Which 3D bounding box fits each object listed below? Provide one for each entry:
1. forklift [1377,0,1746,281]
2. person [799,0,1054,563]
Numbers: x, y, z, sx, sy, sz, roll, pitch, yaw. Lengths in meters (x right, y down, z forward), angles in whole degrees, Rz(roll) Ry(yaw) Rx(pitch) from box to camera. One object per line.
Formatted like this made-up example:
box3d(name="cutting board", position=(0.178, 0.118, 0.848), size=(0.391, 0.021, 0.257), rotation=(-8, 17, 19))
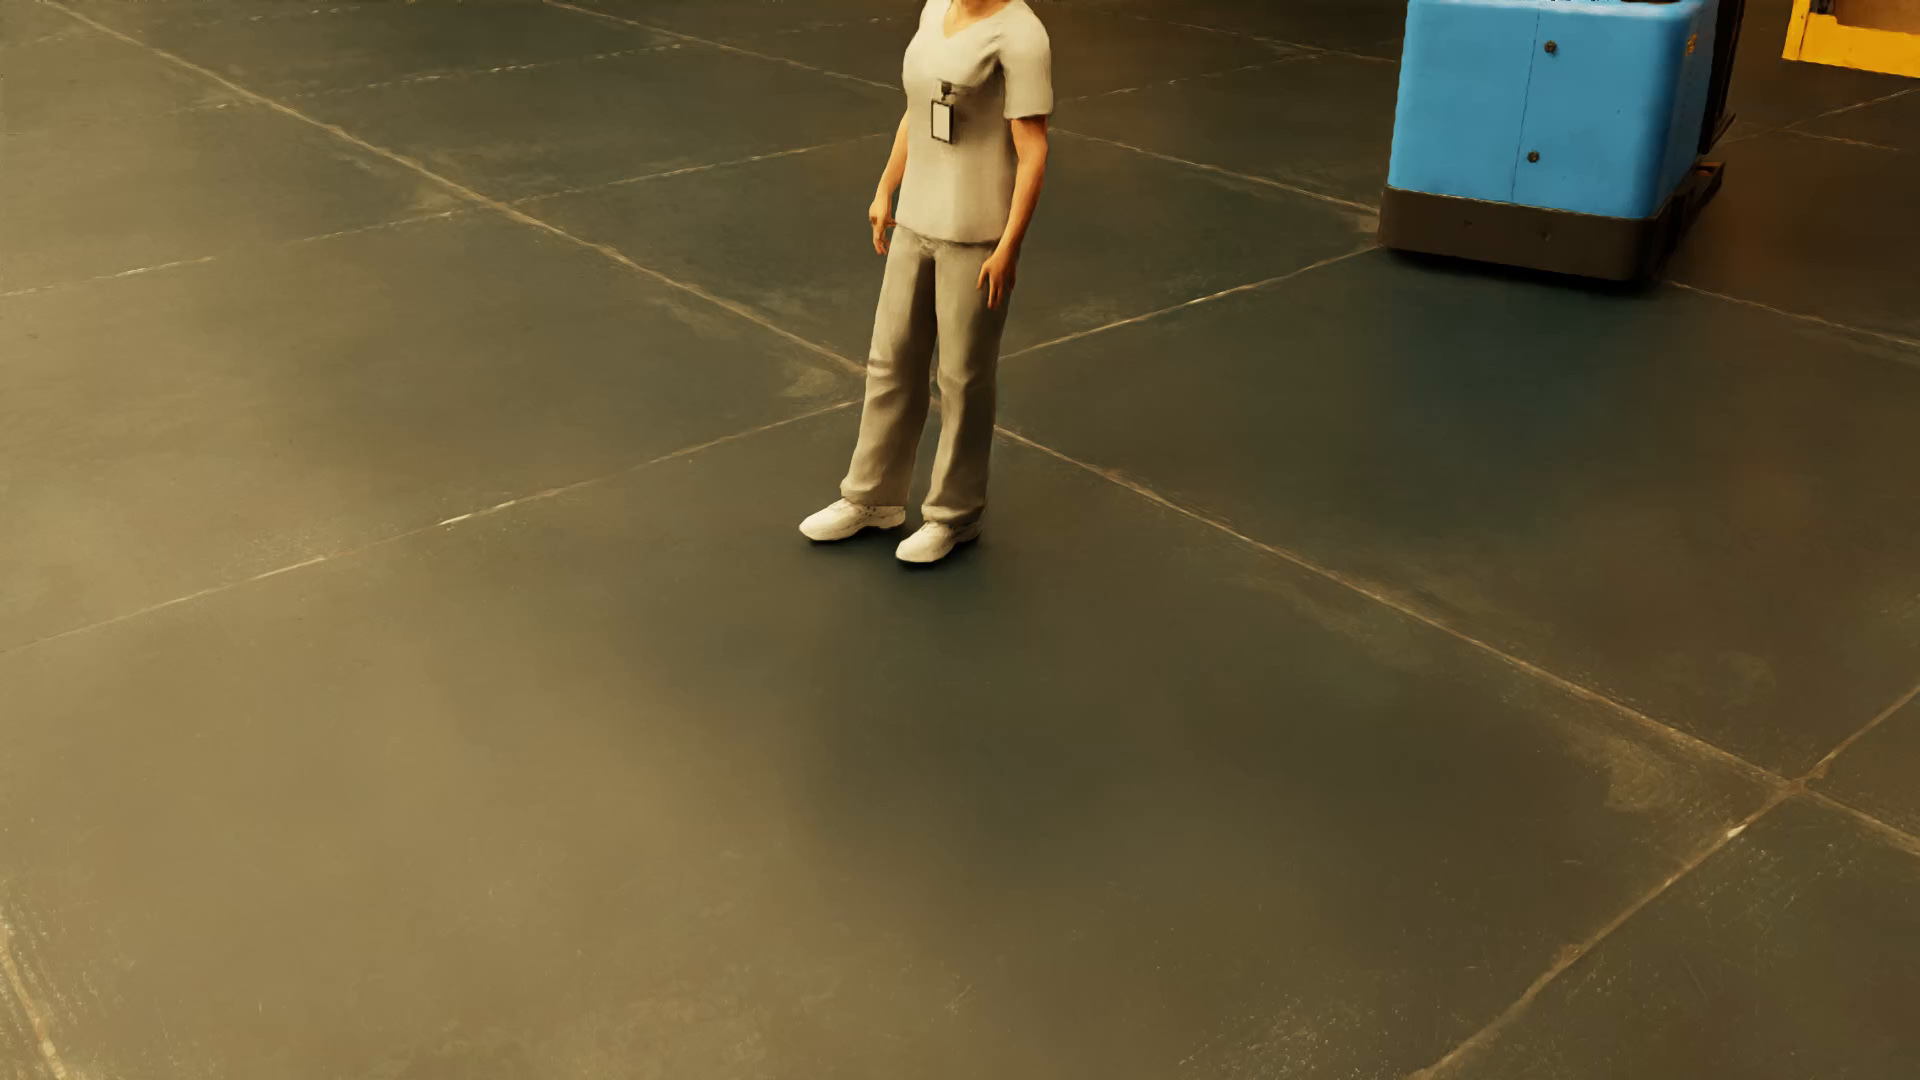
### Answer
box3d(name="forklift", position=(2.882, -2.913, 7.076), size=(1.130, 2.935, 3.031), rotation=(14, 30, 27))
box3d(name="person", position=(-0.065, -0.741, 4.092), size=(0.548, 1.674, 0.550), rotation=(-20, 33, -35))
